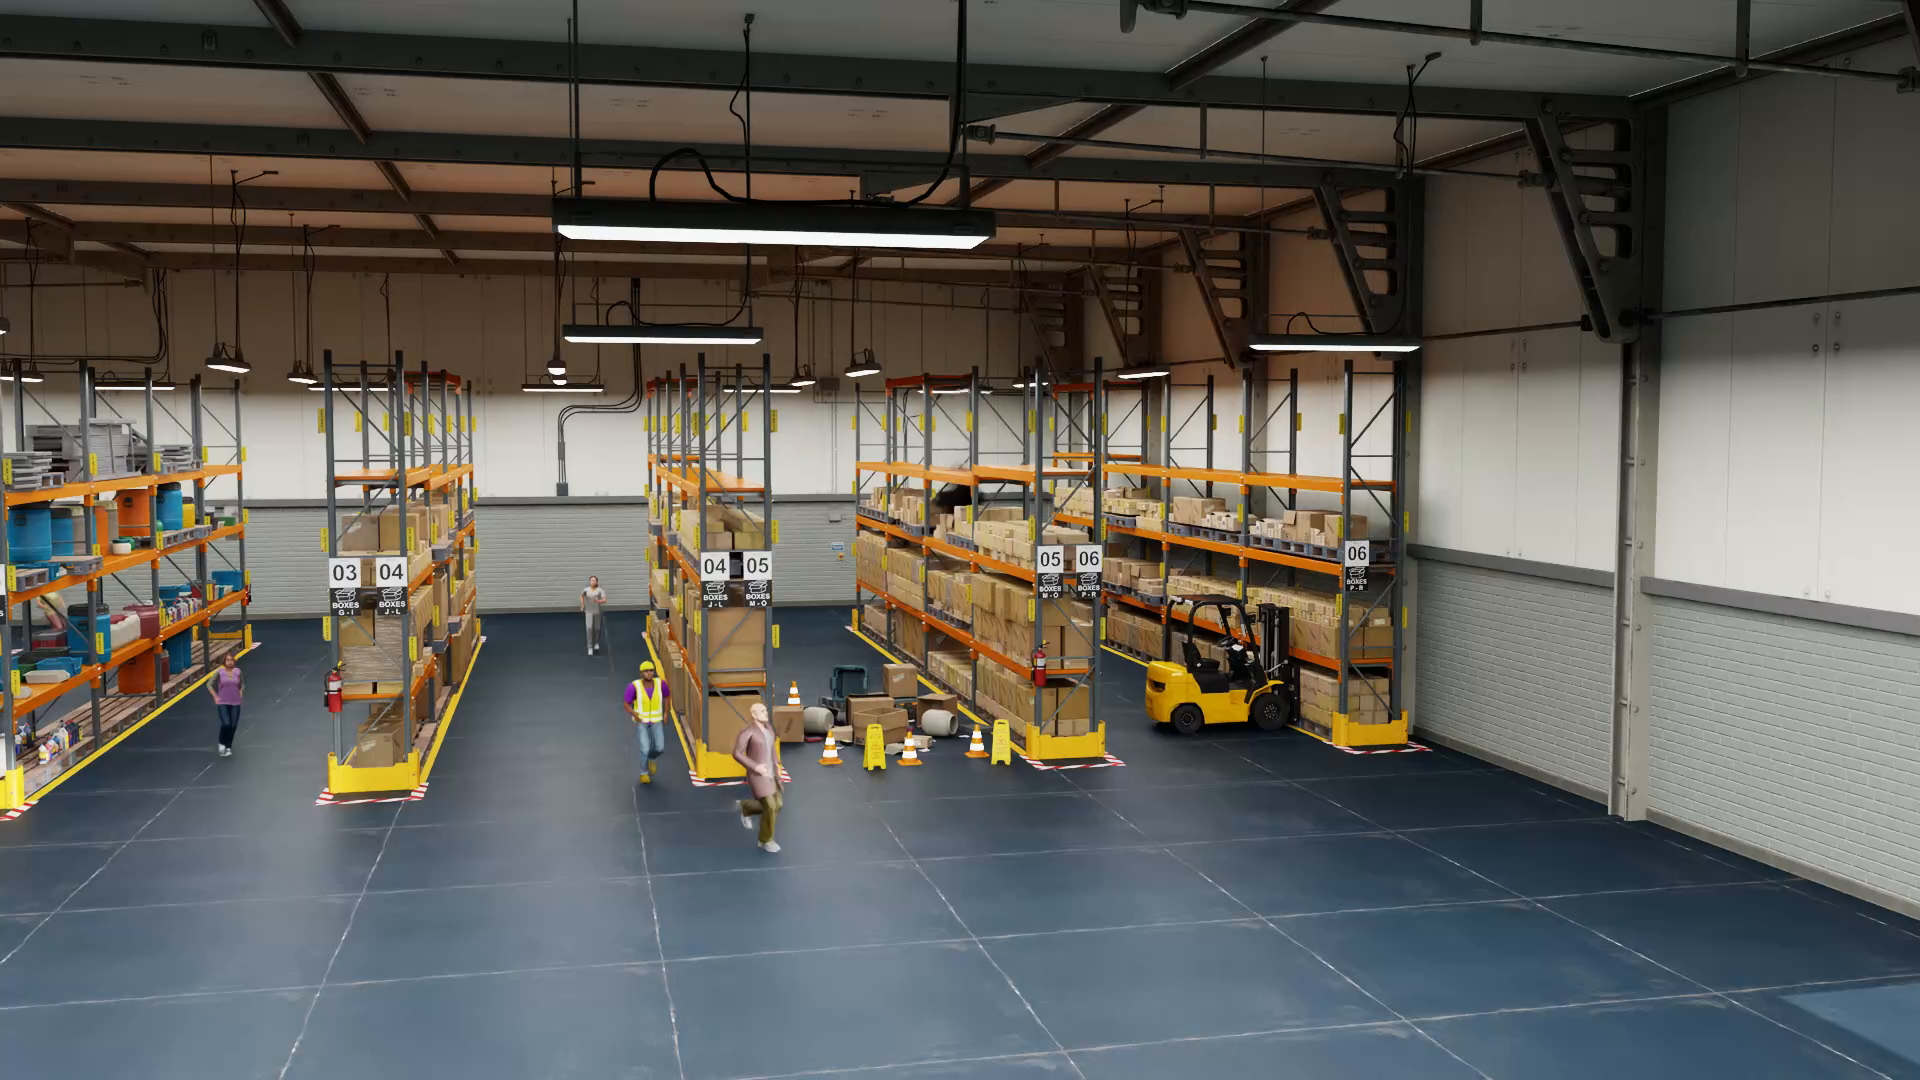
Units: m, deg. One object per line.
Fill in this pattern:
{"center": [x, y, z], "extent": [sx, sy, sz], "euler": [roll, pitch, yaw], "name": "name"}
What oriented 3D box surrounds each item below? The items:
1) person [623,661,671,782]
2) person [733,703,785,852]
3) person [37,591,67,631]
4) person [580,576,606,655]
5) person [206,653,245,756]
{"center": [-4.337, 2.532, 23.190], "extent": [0.701, 1.713, 0.624], "euler": [-2, 4, -24], "name": "person"}
{"center": [-2.399, 2.886, 19.644], "extent": [0.709, 1.534, 0.741], "euler": [2, 5, 28], "name": "person"}
{"center": [-20.255, 1.645, 37.073], "extent": [0.534, 1.615, 0.630], "euler": [1, 4, 11], "name": "person"}
{"center": [-8.004, 1.613, 36.319], "extent": [0.553, 1.682, 0.907], "euler": [-1, 4, -12], "name": "person"}
{"center": [-10.967, 2.473, 24.935], "extent": [0.513, 1.559, 0.601], "euler": [-3, 5, -39], "name": "person"}
